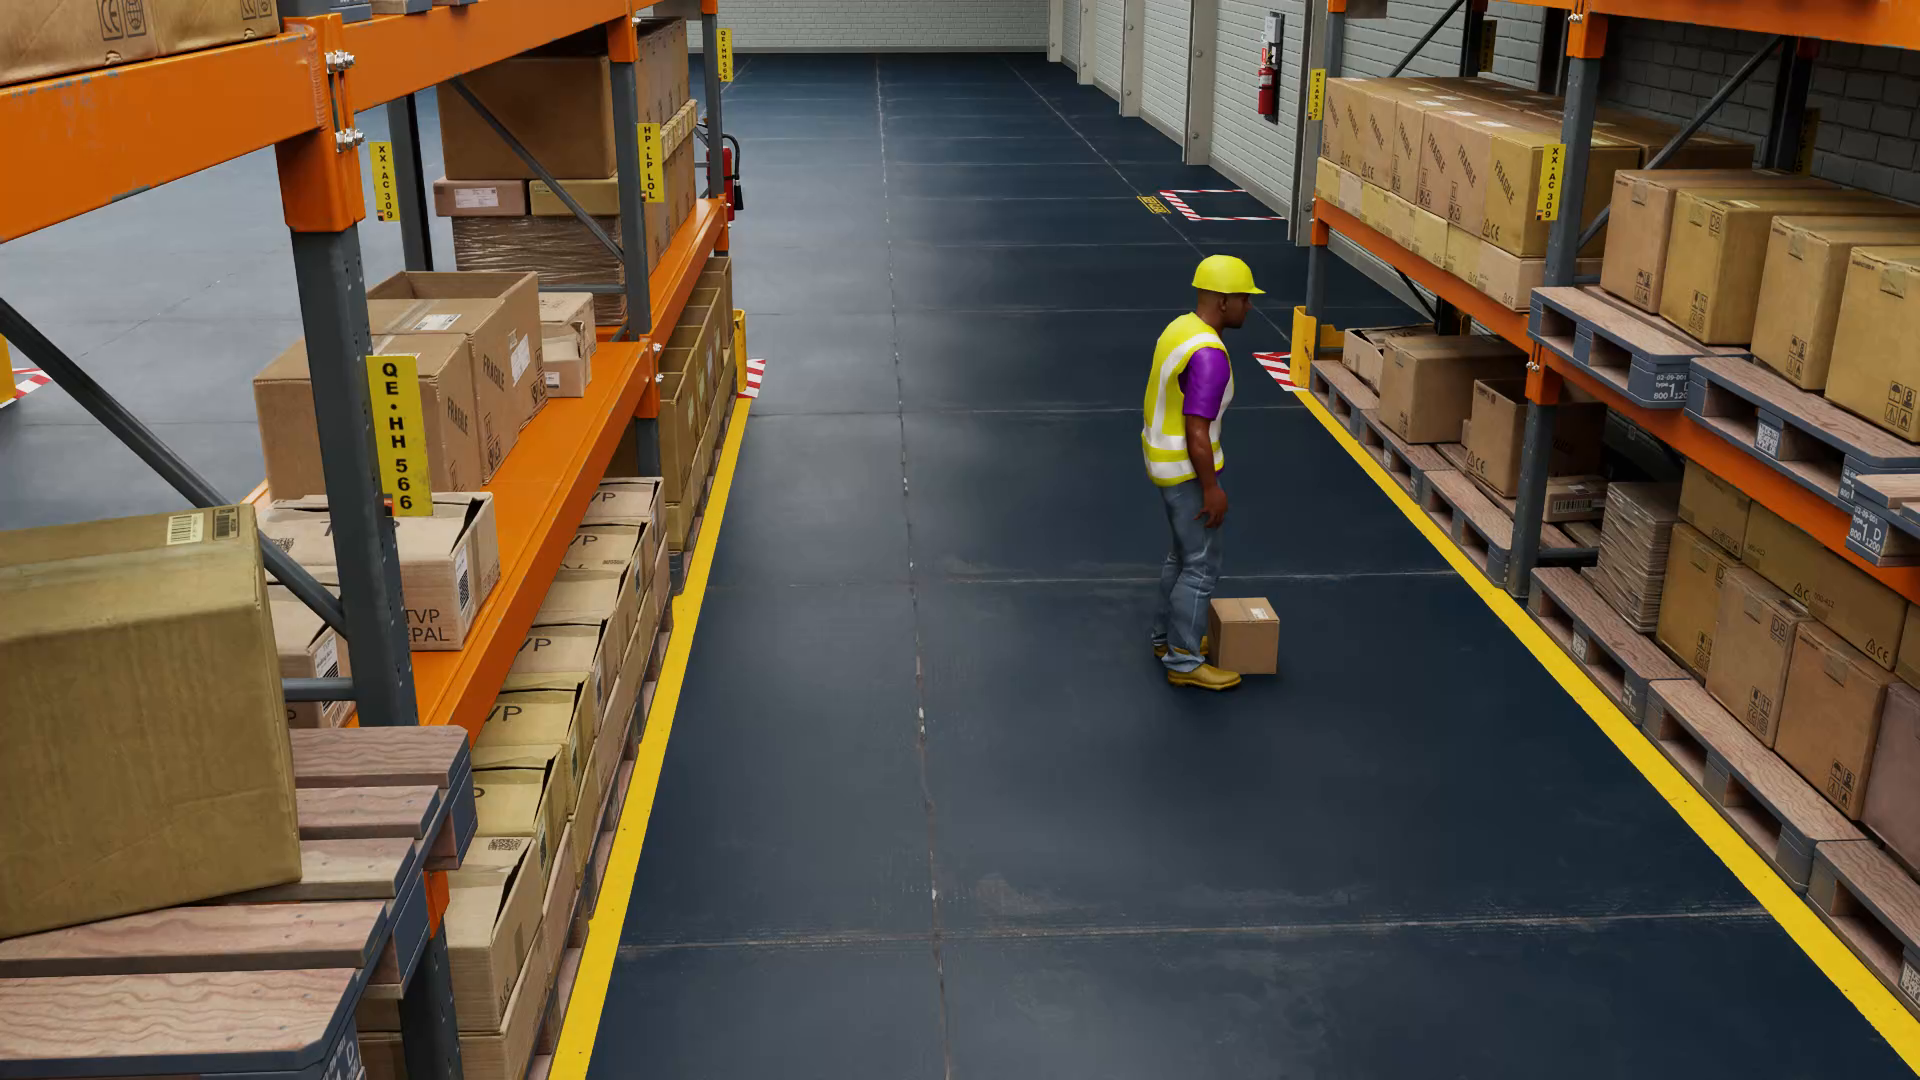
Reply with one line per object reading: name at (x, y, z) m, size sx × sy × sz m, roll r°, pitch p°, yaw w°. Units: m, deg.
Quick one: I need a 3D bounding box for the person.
person at (0.980, -0.286, 6.830) m, size 0.458 × 1.757 × 0.628 m, roll -1°, pitch 20°, yaw -1°
